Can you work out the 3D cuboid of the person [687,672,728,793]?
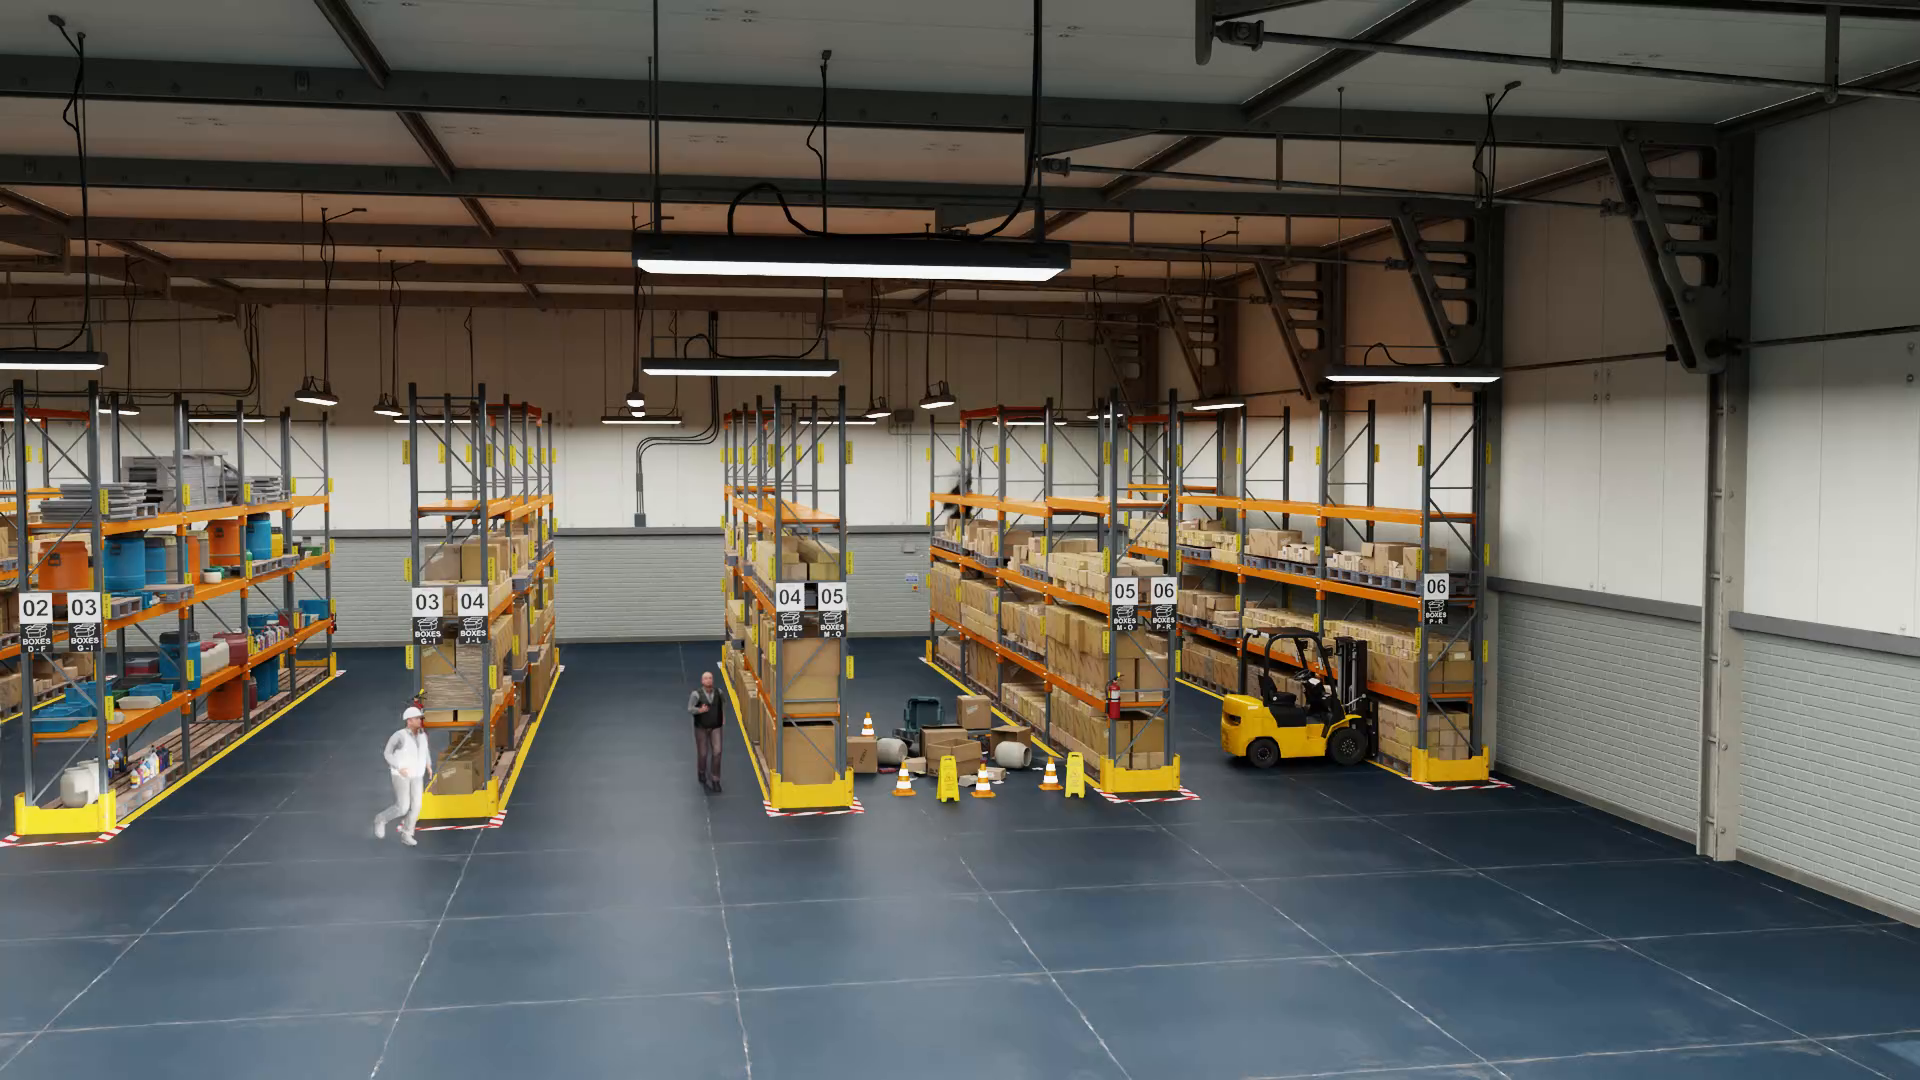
[{"bbox_3d":[-3.774,2.858,24.956,0.650,1.755,0.826,-1,3,-17],"label":"person"}]

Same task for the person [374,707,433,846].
[{"bbox_3d":[-7.170,3.045,21.624,0.694,1.727,0.710,2,3,32],"label":"person"}]
